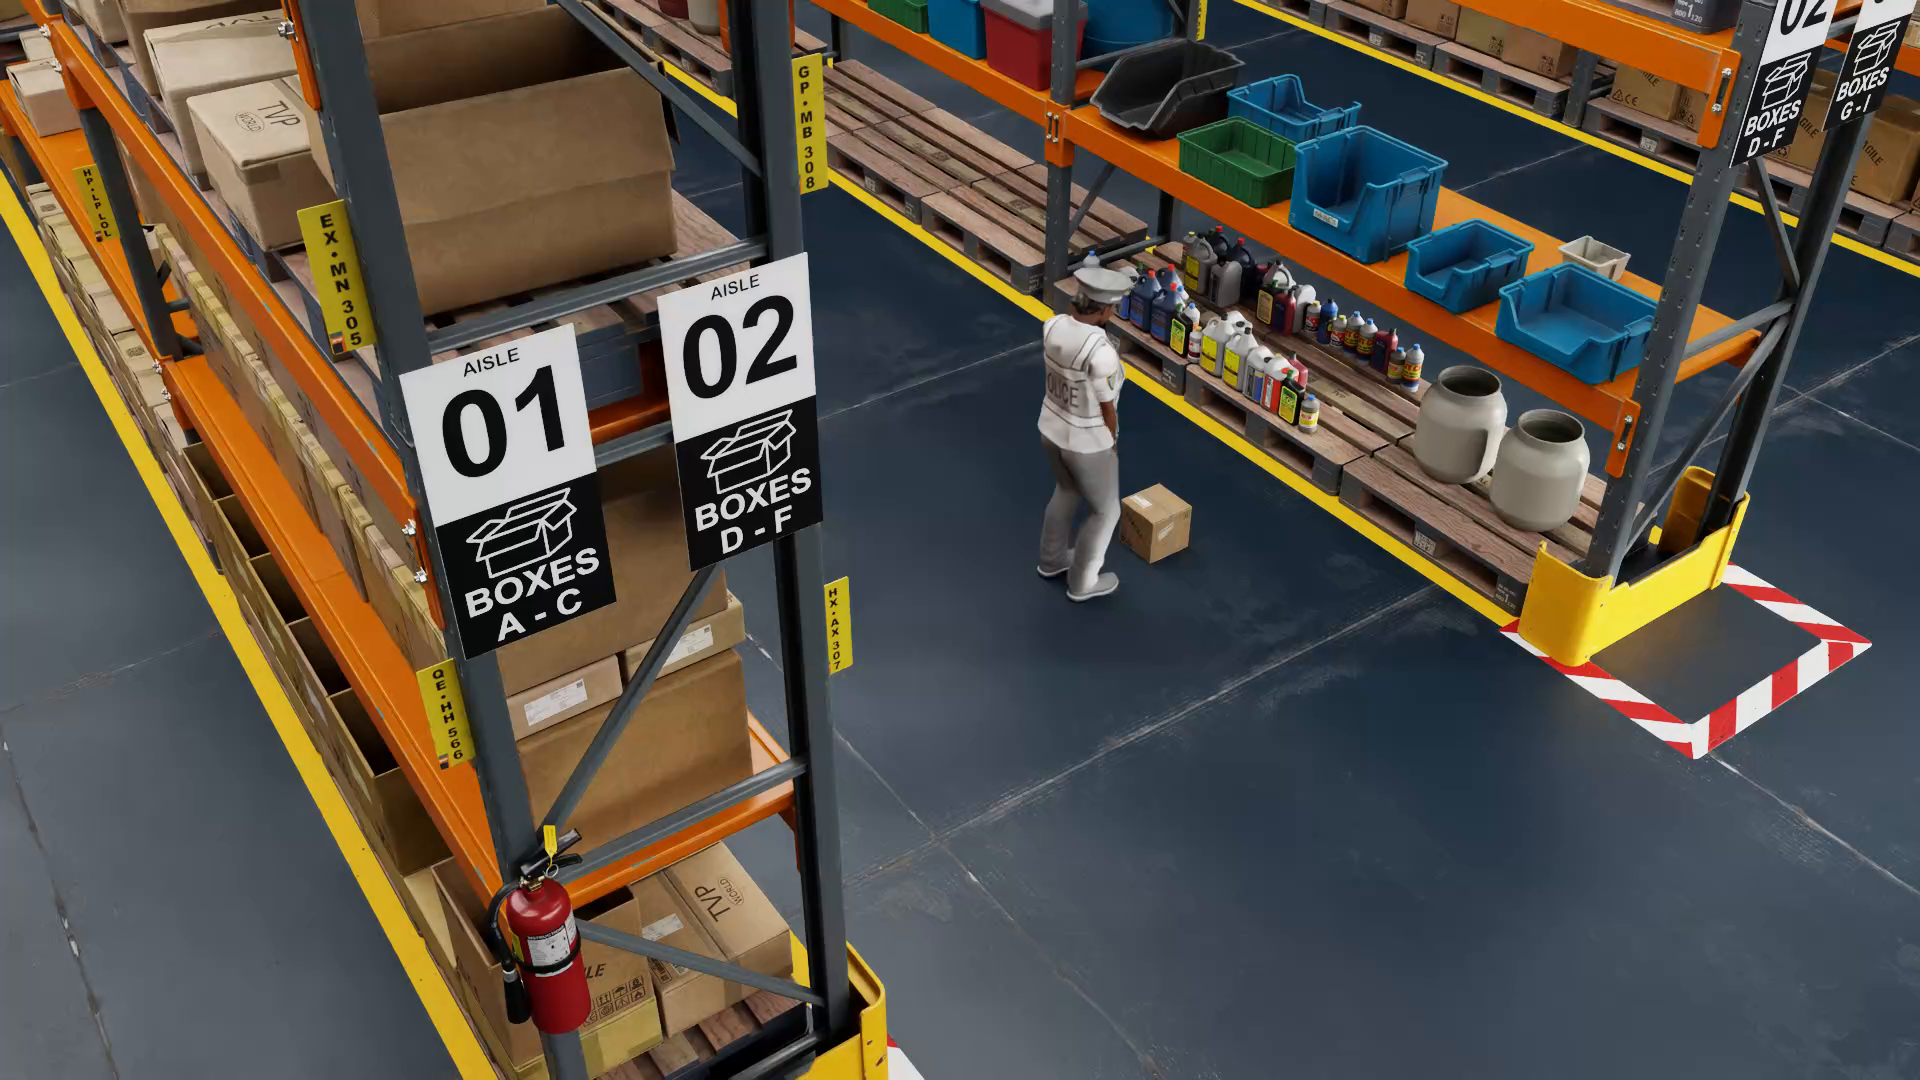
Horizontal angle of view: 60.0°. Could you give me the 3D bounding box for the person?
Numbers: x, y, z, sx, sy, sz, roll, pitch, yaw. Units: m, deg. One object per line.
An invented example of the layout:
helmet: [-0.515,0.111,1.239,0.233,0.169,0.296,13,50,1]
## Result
person: [0.560,-0.481,7.678,0.394,1.641,0.448,-22,42,-27]
